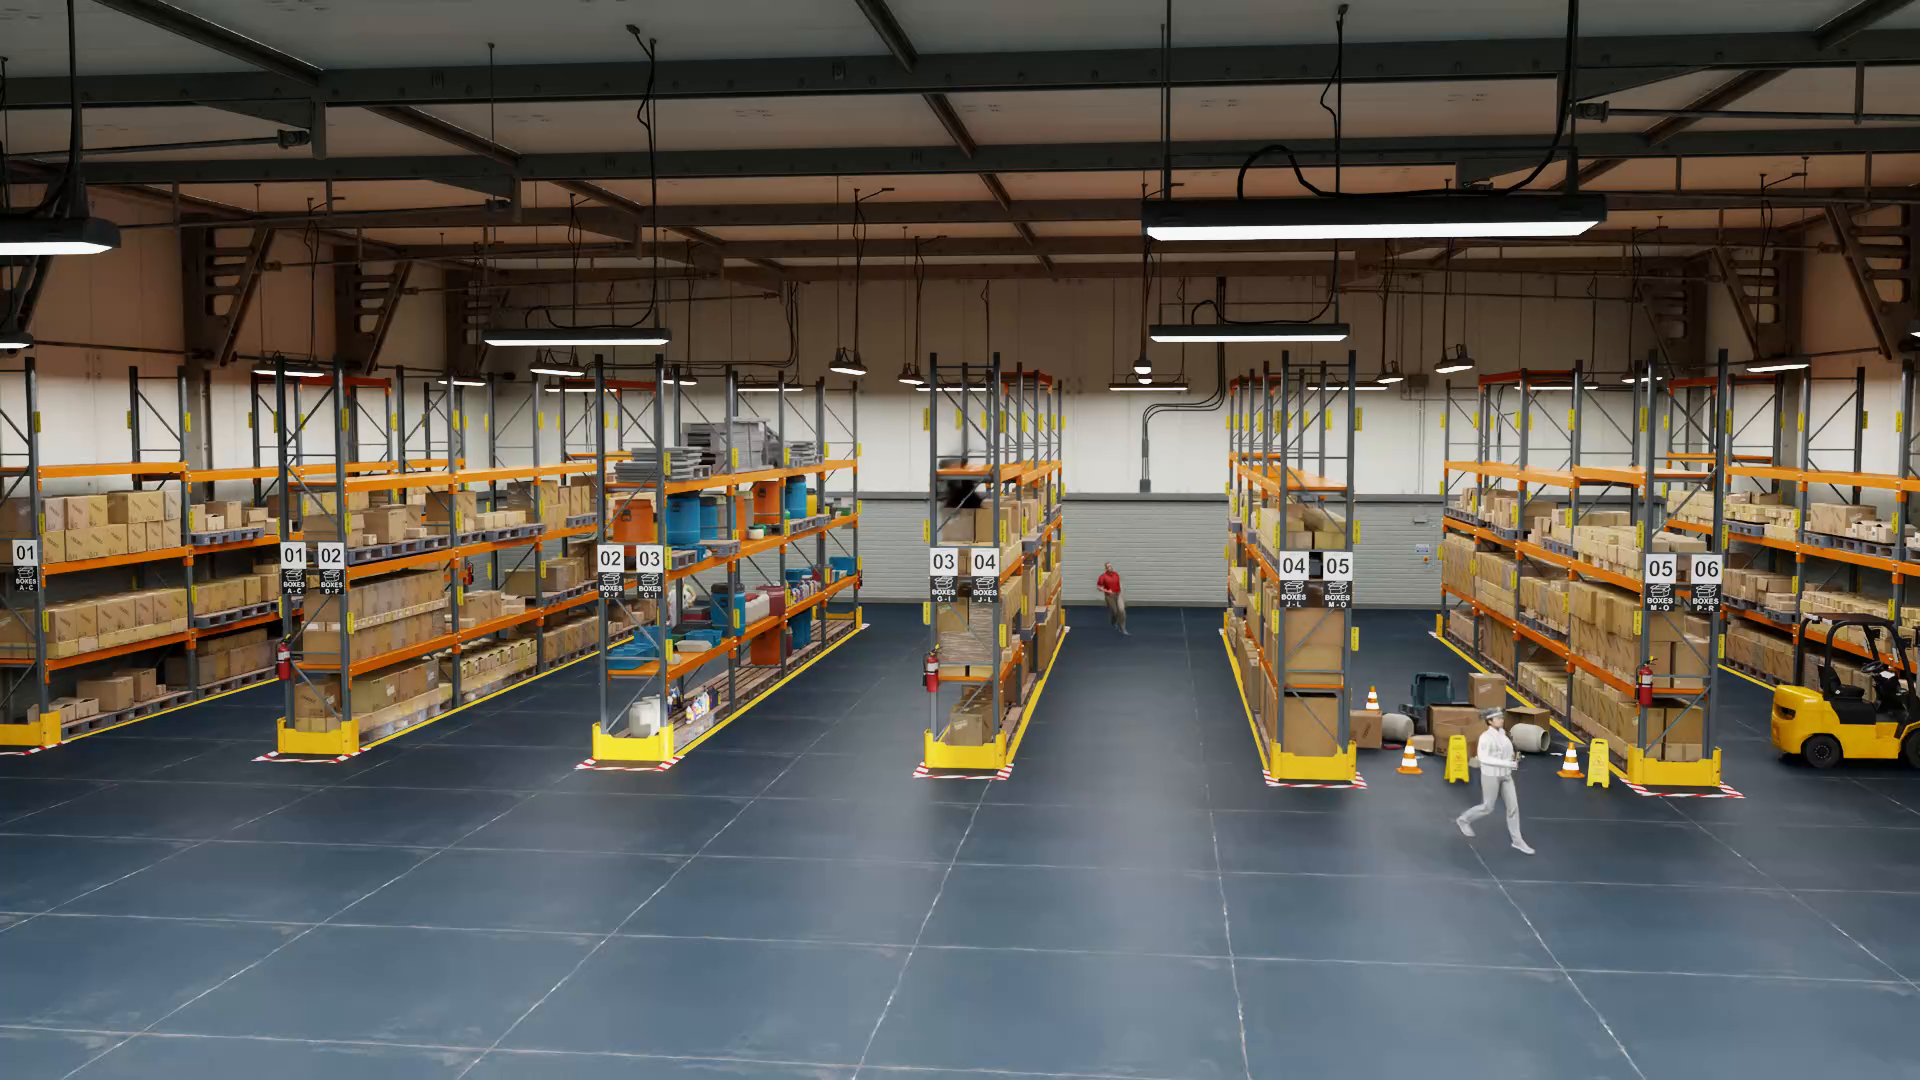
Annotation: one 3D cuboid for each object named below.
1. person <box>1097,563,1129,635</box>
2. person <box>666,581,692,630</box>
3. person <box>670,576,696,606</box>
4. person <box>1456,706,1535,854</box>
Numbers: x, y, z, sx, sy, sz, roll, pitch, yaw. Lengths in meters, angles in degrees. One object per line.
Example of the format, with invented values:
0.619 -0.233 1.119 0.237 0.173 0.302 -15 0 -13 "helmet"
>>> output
3.597 1.382 39.485 0.698 1.697 0.748 -1 4 -20 "person"
-6.092 1.649 36.012 0.592 1.616 0.580 0 4 -6 "person"
-6.242 1.559 37.257 0.623 1.631 0.545 0 4 0 "person"
6.301 2.771 19.503 0.625 1.678 0.984 -3 5 -37 "person"
